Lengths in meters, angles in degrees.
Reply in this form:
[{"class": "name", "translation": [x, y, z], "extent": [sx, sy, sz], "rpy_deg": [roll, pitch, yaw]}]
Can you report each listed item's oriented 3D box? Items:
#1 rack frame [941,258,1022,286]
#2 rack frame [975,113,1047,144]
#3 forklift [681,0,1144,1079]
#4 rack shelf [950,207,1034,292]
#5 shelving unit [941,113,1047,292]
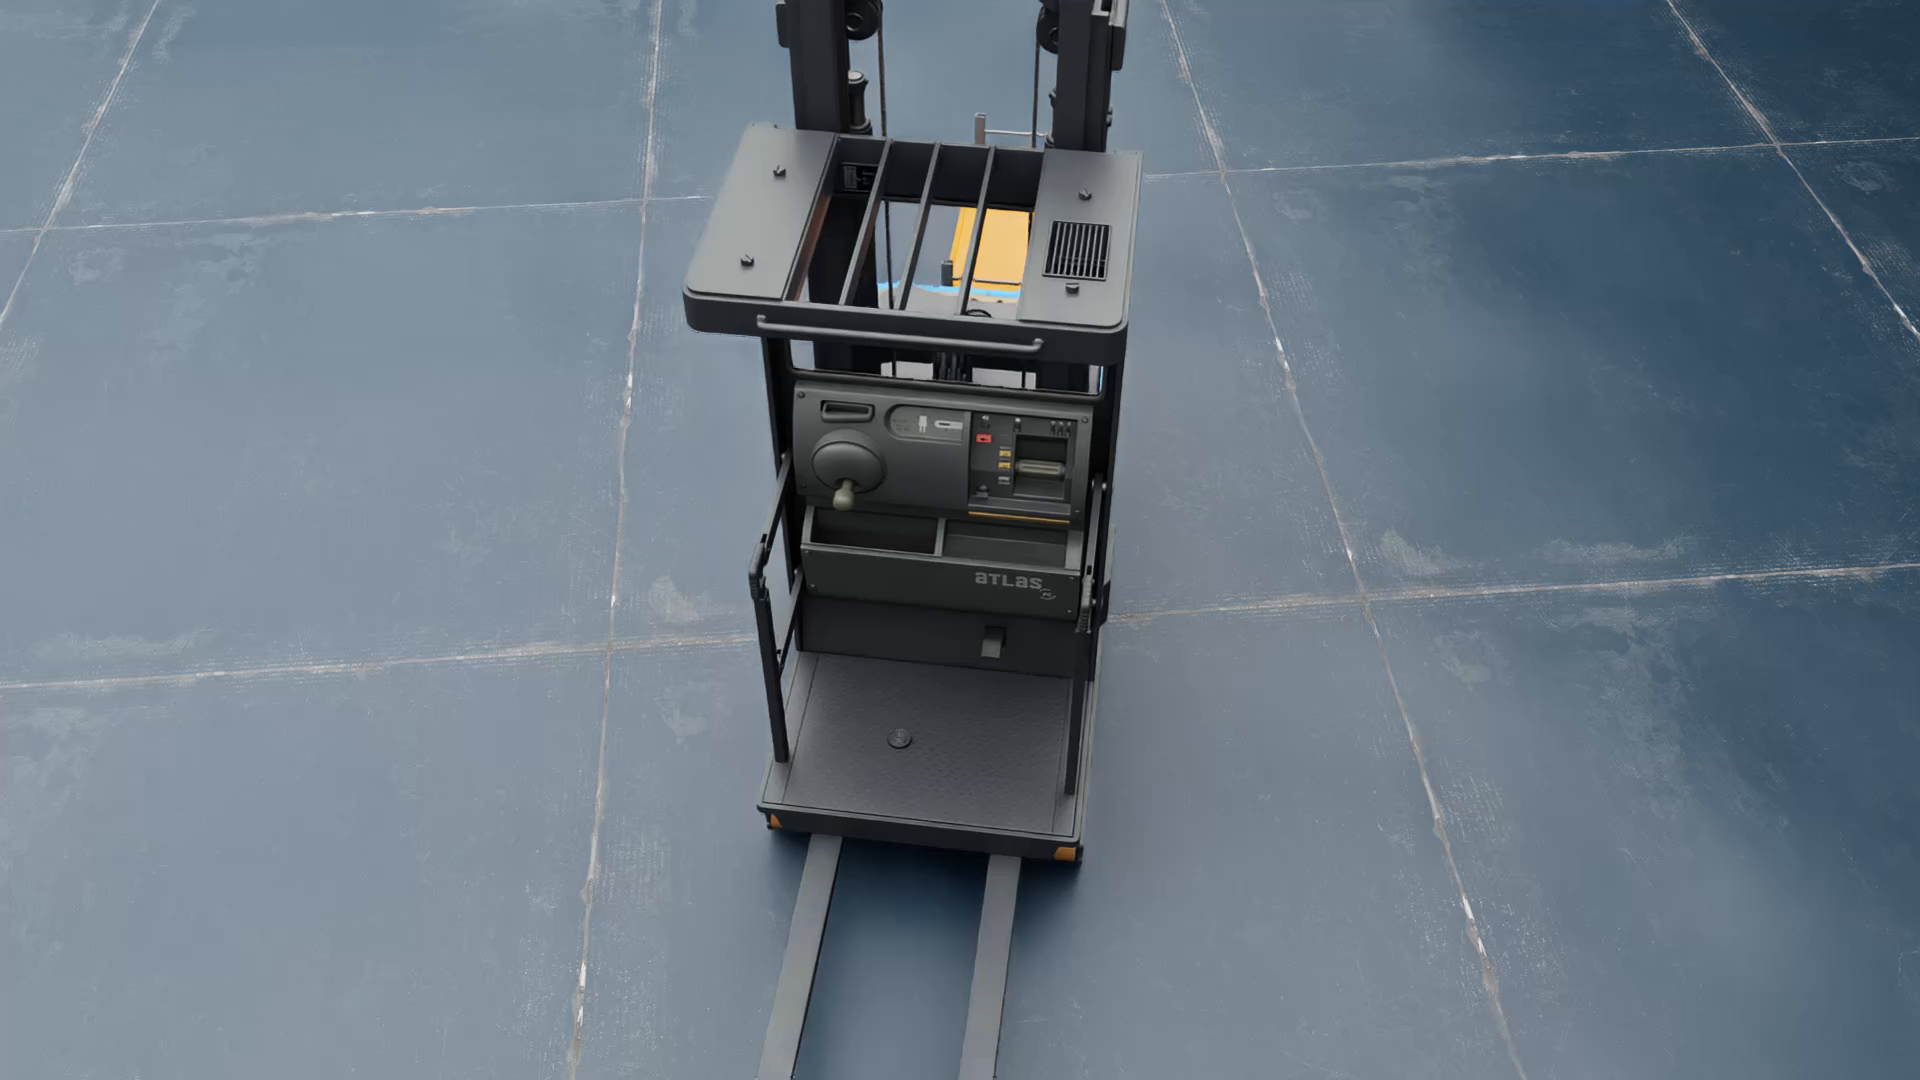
[{"class": "rack frame", "translation": [0.178, -0.659, 6.736], "extent": [0.500, 1.125, 0.032], "rpy_deg": [6, 47, 5]}, {"class": "rack frame", "translation": [0.312, -1.391, 7.429], "extent": [0.500, 1.125, 0.032], "rpy_deg": [6, 47, 5]}, {"class": "forklift", "translation": [-0.084, -0.164, 5.023], "extent": [1.130, 2.935, 3.031], "rpy_deg": [6, 47, 5]}, {"class": "rack shelf", "translation": [0.245, -1.226, 6.870], "extent": [0.538, 0.278, 1.000], "rpy_deg": [6, 47, 5]}, {"class": "shelving unit", "translation": [0.245, -1.025, 7.082], "extent": [0.538, 1.125, 1.048], "rpy_deg": [6, 47, 5]}]
